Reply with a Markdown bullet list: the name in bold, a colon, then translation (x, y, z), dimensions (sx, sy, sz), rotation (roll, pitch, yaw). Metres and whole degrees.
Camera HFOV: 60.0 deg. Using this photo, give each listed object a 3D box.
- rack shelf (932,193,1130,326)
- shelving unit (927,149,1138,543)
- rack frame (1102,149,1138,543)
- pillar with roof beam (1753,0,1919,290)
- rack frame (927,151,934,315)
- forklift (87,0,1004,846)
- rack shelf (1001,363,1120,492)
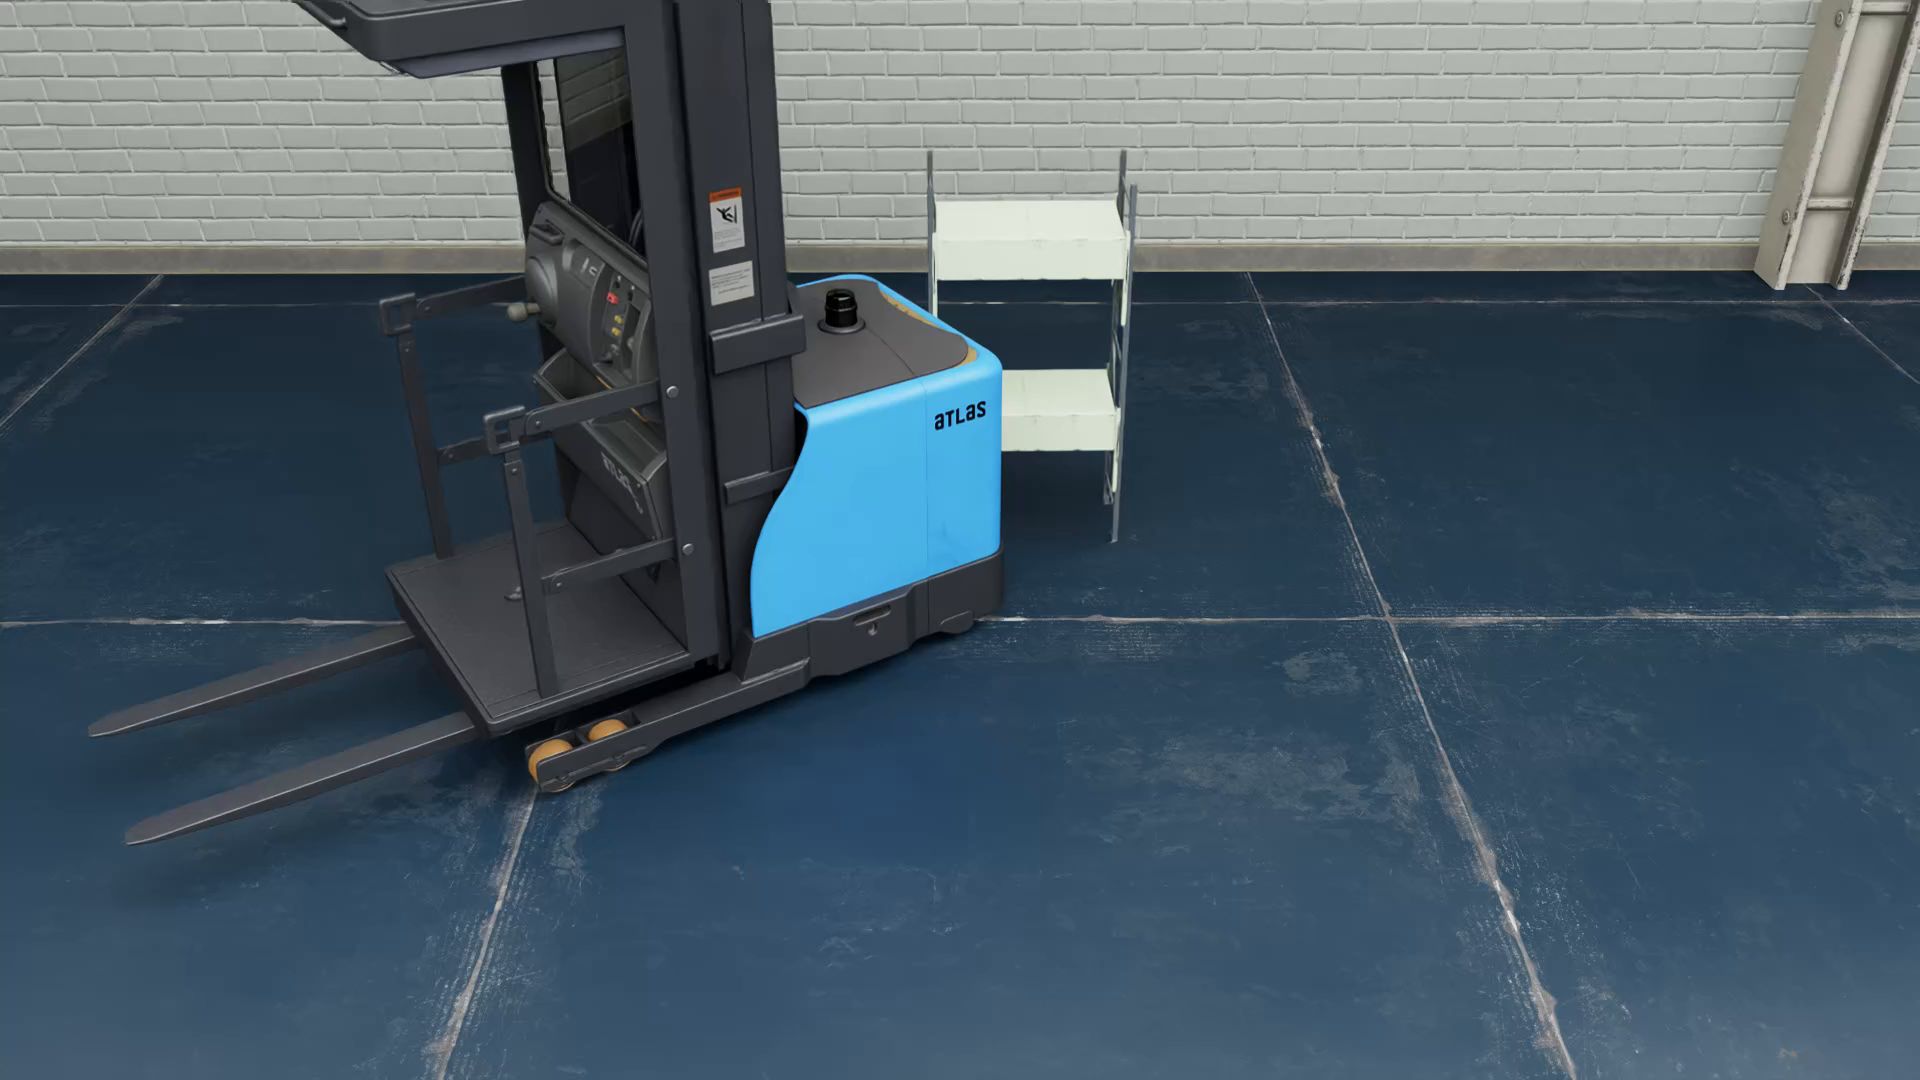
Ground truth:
- **rack shelf**: translation (0.255, -1.064, 6.305), dimensions (0.720, 0.370, 0.431), rotation (-1, 31, -1)
- **shelving unit**: translation (0.255, -0.730, 6.508), dimensions (0.755, 1.500, 0.431), rotation (-1, 31, -1)
- **rack frame**: translation (0.621, -0.734, 6.514), dimensions (0.023, 1.500, 0.400), rotation (-1, 31, -1)
- **pillar with roof beam**: translation (4.621, -3.047, 3.097), dimensions (0.400, 9.000, 9.100), rotation (0, 31, 0)
- **rack frame**: translation (-0.110, -0.726, 6.502), dimensions (0.023, 1.500, 0.400), rotation (-1, 31, -1)
- **forklift**: translation (-1.351, -0.748, 5.158), dimensions (3.031, 2.935, 1.130), rotation (-19, 36, -28)
- **rack shelf**: translation (0.255, -0.452, 6.677), dimensions (0.720, 0.370, 0.431), rotation (-1, 31, -1)
